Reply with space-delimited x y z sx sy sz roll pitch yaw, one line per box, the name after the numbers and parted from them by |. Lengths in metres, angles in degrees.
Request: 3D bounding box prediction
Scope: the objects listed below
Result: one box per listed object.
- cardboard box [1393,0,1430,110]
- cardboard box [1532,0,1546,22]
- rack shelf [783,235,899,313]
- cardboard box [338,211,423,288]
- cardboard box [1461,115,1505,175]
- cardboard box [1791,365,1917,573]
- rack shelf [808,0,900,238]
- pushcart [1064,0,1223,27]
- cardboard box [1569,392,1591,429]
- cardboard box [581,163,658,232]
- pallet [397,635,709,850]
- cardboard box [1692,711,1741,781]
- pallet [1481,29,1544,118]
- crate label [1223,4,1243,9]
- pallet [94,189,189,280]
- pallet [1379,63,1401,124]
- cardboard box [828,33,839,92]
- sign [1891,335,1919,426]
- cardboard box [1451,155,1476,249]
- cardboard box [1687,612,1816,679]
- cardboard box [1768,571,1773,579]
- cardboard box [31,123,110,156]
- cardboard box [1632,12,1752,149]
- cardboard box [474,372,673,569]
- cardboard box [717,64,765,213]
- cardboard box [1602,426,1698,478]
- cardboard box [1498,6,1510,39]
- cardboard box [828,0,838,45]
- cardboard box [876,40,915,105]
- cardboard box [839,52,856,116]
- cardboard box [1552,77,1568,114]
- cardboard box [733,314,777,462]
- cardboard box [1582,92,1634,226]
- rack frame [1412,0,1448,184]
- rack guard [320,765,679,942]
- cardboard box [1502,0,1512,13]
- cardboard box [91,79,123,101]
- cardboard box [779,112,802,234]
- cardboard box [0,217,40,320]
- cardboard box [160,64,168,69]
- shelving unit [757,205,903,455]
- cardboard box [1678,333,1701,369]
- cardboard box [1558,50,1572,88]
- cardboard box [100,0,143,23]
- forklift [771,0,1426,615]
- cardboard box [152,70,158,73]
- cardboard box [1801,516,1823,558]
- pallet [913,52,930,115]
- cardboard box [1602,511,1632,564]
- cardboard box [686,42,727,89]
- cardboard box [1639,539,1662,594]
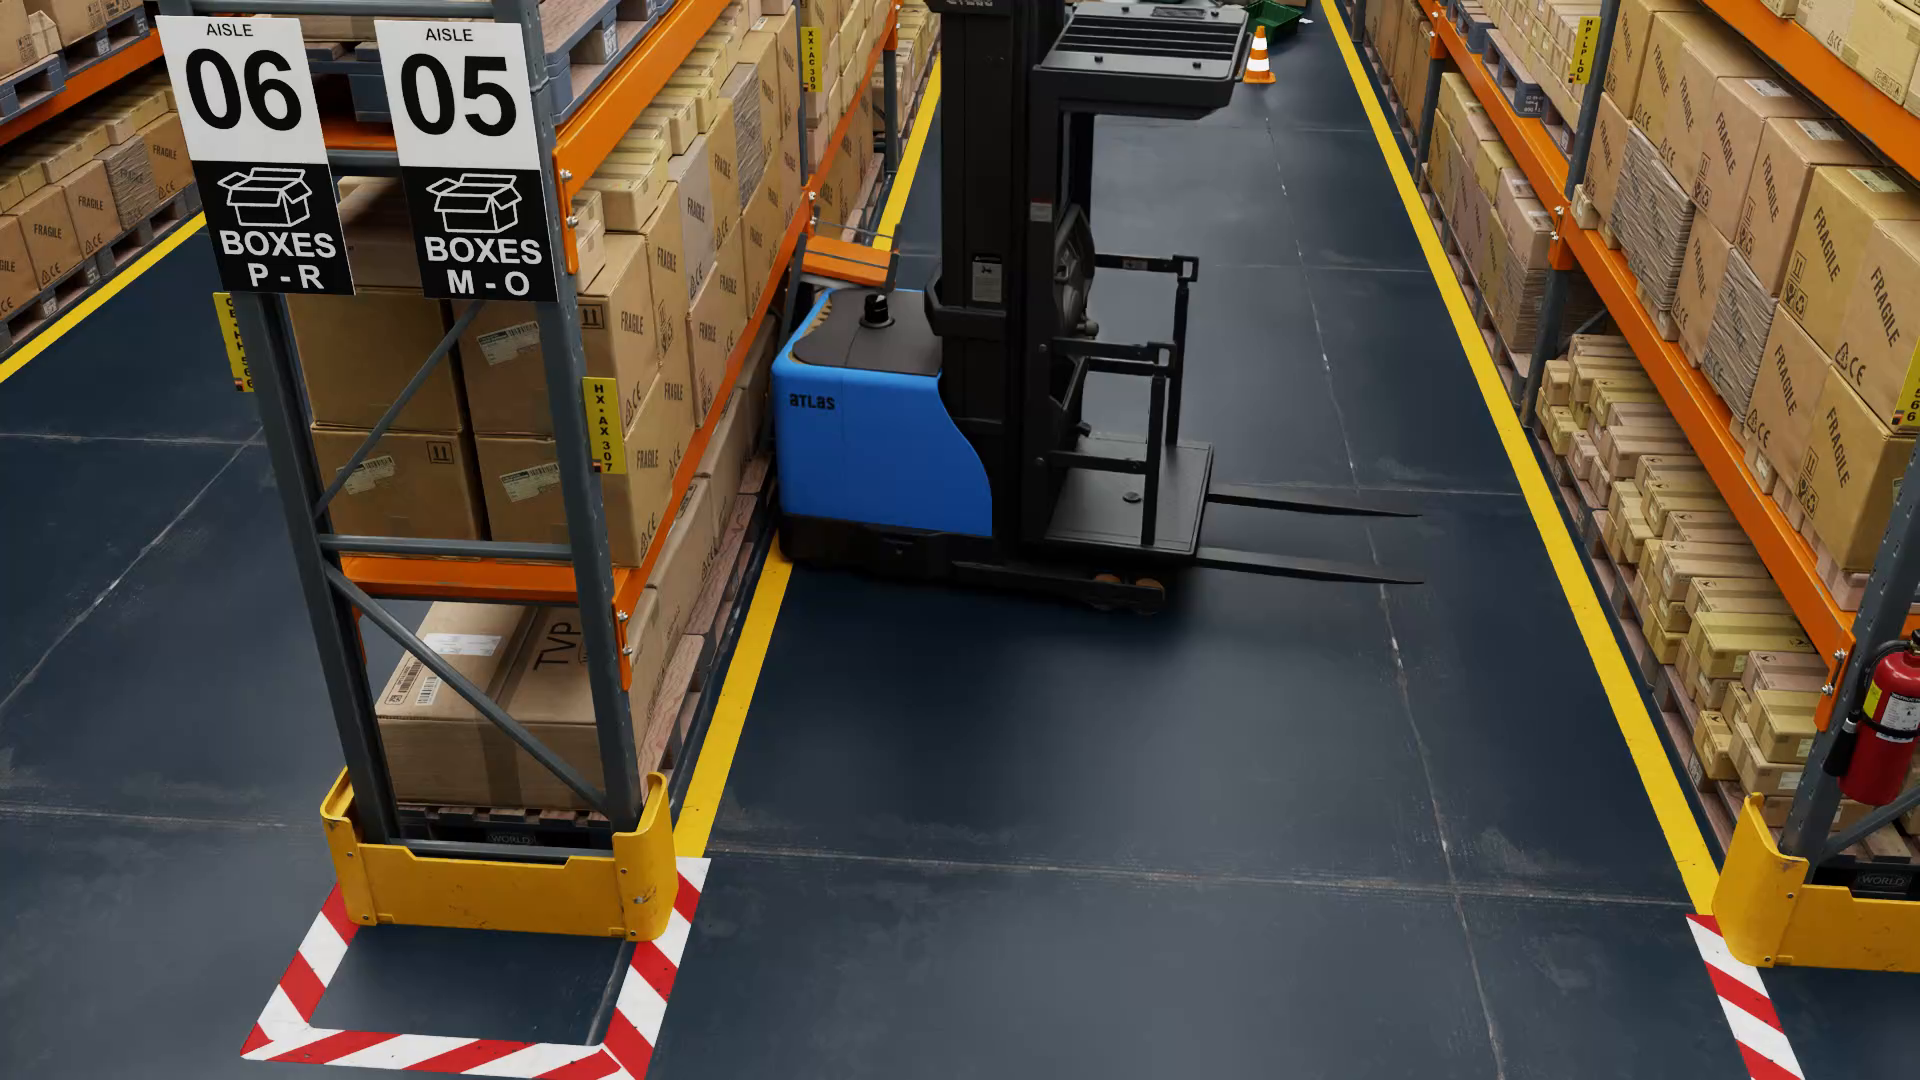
4.169 -3.987 13.604 1.050 0.750 0.750 3 32 5 | cardboard box
3.581 -3.127 9.737 0.380 0.149 0.250 1 32 2 | cardboard box
-0.605 -1.357 8.670 0.538 0.278 1.000 12 18 -5 | rack shelf
-1.802 -0.910 5.200 0.380 0.149 0.250 3 32 5 | cardboard box
3.570 -2.554 10.803 0.500 0.250 0.500 3 32 4 | cardboard box
3.090 -0.226 5.378 0.500 0.500 0.500 3 32 5 | cardboard box
-1.143 -2.800 10.621 1.077 0.370 4.000 2 32 4 | rack shelf
1.622 -5.056 16.095 1.648 0.377 0.936 -8 33 -13 | pushcart
3.356 -0.682 8.531 0.380 0.149 0.250 3 32 4 | cardboard box
-1.241 -1.158 5.604 0.380 0.149 0.250 3 32 6 | cardboard box
-1.644 0.797 6.756 1.003 0.211 1.213 2 32 4 | pallet
3.065 0.801 6.408 0.380 0.149 0.250 3 32 5 | cardboard box
3.841 -2.875 10.239 1.003 0.211 1.213 2 32 4 | pallet
2.745 -5.285 16.695 0.298 0.136 0.250 -20 37 -29 | crate label
-6.128 -2.150 11.538 1.003 0.211 1.213 2 32 4 | pallet
4.203 -3.852 14.299 1.003 0.211 1.213 2 32 4 | pallet
-0.975 -2.702 9.441 0.500 0.250 0.500 3 32 5 | cardboard box
2.759 -0.472 4.752 0.100 0.325 0.005 2 32 4 | sign
3.575 -2.218 10.972 0.500 0.500 0.500 2 32 3 | cardboard box
3.073 0.414 6.470 0.380 0.149 0.250 2 32 3 | cardboard box
3.656 0.146 7.187 0.380 0.149 0.250 4 32 7 | cardboard box
-5.922 -2.666 11.080 0.380 0.149 0.250 3 32 4 | cardboard box
3.329 -2.000 7.304 0.500 0.500 0.500 2 32 2 | cardboard box
-1.306 -0.250 5.702 0.500 0.500 0.500 2 32 4 | cardboard box
-1.151 -1.739 7.164 0.500 0.500 0.500 3 32 5 | cardboard box
3.248 -0.406 7.800 0.380 0.149 0.250 3 32 5 | cardboard box
3.641 -3.278 10.550 0.380 0.149 0.250 3 32 6 | cardboard box
-0.970 -3.014 9.233 0.500 0.500 0.500 2 32 4 | cardboard box
-0.872 -3.894 13.813 0.950 0.372 0.625 2 32 3 | cardboard box
-0.909 -2.754 10.002 0.500 0.250 0.500 2 32 4 | cardboard box
3.514 -2.456 9.216 0.380 0.149 0.250 2 32 4 | cardboard box
-1.464 -0.825 8.772 0.875 0.438 0.875 2 32 3 | cardboard box
3.344 -1.823 7.970 0.500 0.500 0.500 2 32 3 | cardboard box
3.962 -3.994 11.871 1.000 3.000 0.127 2 32 4 | rack frame
-1.634 1.108 5.976 1.175 0.500 0.348 2 32 4 | rack guard
3.642 -3.404 10.471 0.380 0.149 0.250 3 32 4 | cardboard box
-6.270 -3.223 11.984 0.380 0.149 0.250 3 32 5 | cardboard box
-1.089 -1.850 8.297 0.500 0.500 0.500 3 32 4 | cardboard box
-5.990 -1.629 10.016 0.500 0.500 0.500 4 32 6 | cardboard box
-5.715 -3.484 12.408 0.380 0.149 0.250 1 32 2 | cardboard box
-0.668 -1.086 8.760 0.538 1.125 1.048 12 18 -5 | shelving unit
3.252 -0.828 6.974 0.380 0.149 0.250 4 32 6 | cardboard box
3.515 -2.584 9.140 0.380 0.149 0.250 4 32 6 | cardboard box
-5.876 -3.724 10.935 0.797 0.503 0.637 2 32 3 | cardboard box
0.697 -1.207 7.416 3.031 2.935 1.130 7 32 11 | forklift
-6.241 -3.269 12.677 0.500 0.500 0.500 4 32 6 | cardboard box
3.113 -0.015 5.654 0.380 0.149 0.250 2 32 4 | cardboard box
-0.813 -4.010 14.556 1.003 0.211 1.213 2 32 4 | pallet
3.221 -0.010 7.725 0.380 0.149 0.250 2 32 3 | cardboard box
-1.181 -1.965 6.912 0.380 0.149 0.250 2 32 3 | cardboard box
3.178 0.133 7.208 0.380 0.149 0.250 4 32 6 | cardboard box
